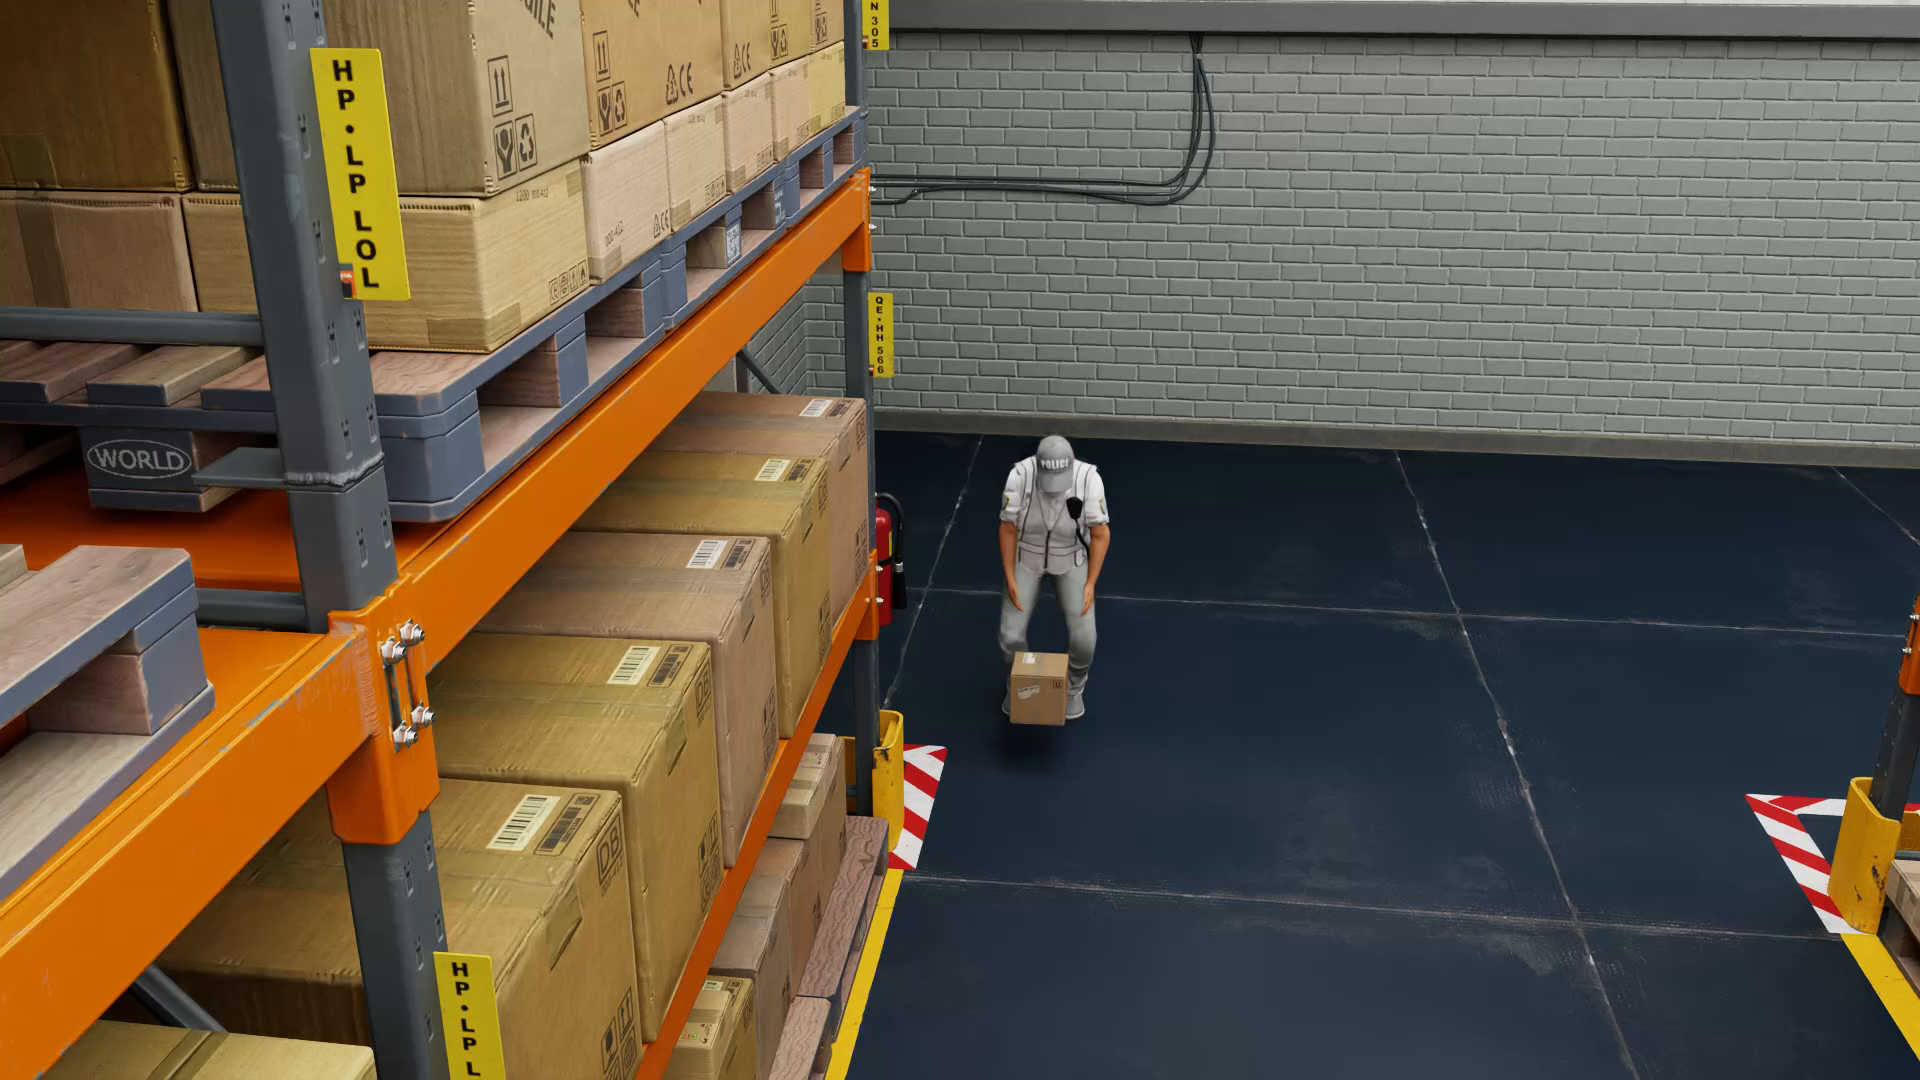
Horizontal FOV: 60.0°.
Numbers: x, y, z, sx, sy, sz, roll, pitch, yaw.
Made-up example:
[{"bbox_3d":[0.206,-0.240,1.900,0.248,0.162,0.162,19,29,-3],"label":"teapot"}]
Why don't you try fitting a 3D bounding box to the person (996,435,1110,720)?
[{"bbox_3d":[0.450,0.153,7.961,0.528,1.480,0.652,3,21,7],"label":"person"}]
